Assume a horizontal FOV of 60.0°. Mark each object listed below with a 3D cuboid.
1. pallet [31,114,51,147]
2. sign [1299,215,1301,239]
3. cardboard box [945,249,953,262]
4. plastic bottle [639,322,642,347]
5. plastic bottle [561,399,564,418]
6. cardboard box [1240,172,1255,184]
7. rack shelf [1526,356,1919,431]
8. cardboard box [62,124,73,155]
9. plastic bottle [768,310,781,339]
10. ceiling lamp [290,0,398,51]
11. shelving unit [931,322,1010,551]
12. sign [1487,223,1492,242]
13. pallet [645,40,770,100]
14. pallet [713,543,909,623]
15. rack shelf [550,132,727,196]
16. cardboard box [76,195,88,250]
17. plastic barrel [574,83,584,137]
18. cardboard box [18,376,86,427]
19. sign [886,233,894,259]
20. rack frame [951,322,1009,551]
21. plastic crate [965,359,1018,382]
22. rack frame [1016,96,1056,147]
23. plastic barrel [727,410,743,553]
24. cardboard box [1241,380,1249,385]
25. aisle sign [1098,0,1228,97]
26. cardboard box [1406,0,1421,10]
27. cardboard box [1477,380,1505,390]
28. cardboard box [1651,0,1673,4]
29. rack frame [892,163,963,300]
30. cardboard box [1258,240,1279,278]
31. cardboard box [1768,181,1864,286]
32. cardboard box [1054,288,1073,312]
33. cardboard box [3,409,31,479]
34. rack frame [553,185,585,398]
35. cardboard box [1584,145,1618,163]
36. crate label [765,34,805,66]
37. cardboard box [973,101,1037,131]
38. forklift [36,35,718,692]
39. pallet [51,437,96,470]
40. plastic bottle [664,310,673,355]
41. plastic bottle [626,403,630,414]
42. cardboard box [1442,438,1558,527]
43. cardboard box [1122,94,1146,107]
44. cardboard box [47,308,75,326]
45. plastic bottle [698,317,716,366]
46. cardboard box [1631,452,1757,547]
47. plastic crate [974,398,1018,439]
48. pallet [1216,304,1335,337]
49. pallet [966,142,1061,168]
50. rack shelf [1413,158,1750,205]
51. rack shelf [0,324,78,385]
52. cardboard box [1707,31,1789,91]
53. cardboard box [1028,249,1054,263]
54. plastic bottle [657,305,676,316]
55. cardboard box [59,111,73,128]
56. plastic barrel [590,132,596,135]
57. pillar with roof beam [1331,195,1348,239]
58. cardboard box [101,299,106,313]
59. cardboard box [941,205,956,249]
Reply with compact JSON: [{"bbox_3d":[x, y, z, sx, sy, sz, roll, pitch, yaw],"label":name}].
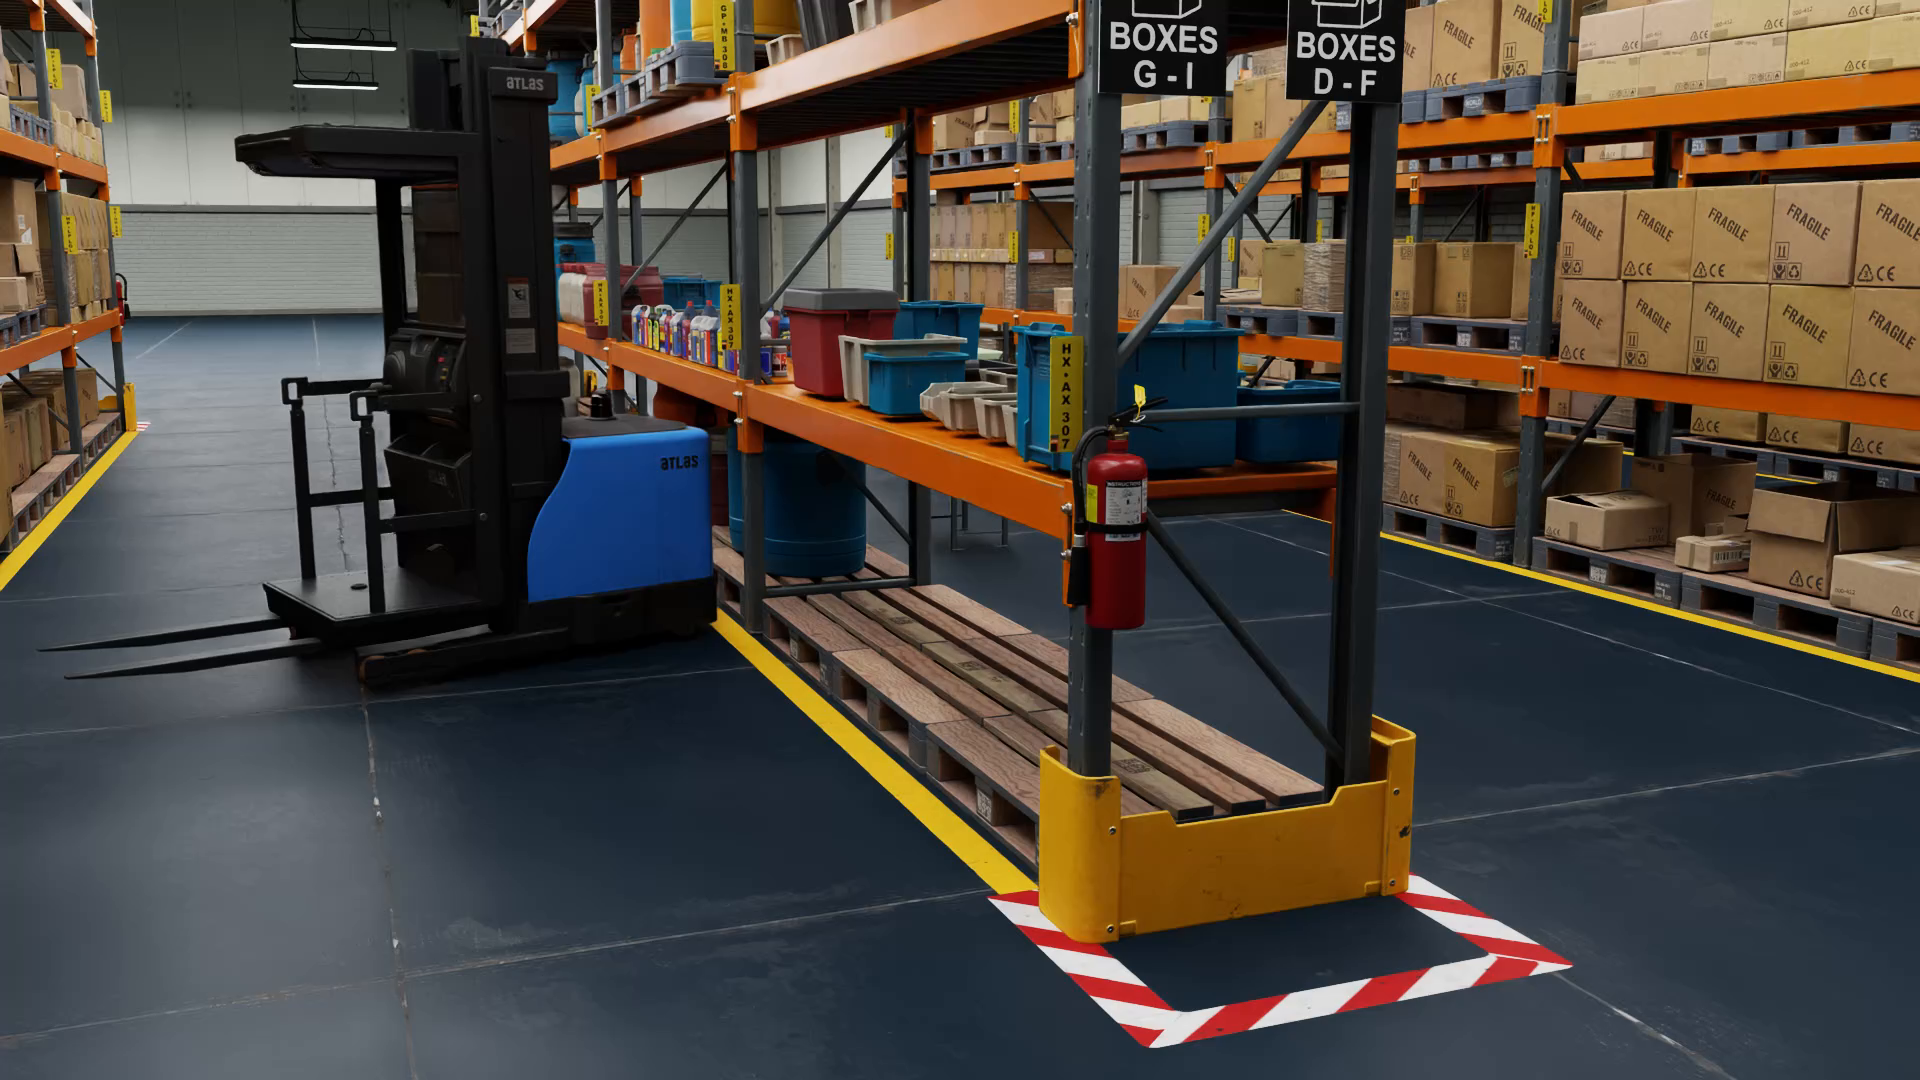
[{"bbox_3d":[-8.033,-3.290,13.321,1.213,0.211,1.003,-4,11,-21],"label":"pallet"},{"bbox_3d":[4.768,-4.367,23.194,0.100,0.325,0.005,-4,11,-21],"label":"sign"},{"bbox_3d":[0.038,-3.375,19.689,0.380,0.149,0.250,-4,11,-22],"label":"cardboard box"},{"bbox_3d":[-2.184,-1.449,11.568,0.097,0.201,0.097,0,10,0],"label":"plastic bottle"},{"bbox_3d":[-4.043,-1.327,16.620,0.144,0.351,0.185,-4,11,-22],"label":"plastic bottle"},{"bbox_3d":[4.132,-5.074,22.475,0.500,0.500,0.500,-4,11,-19],"label":"cardboard box"},{"bbox_3d":[4.701,-0.655,8.589,1.077,0.370,4.000,-4,11,-21],"label":"rack shelf"},{"bbox_3d":[-8.278,-3.592,14.910,0.500,0.250,0.500,-4,11,-21],"label":"cardboard box"},{"bbox_3d":[-1.200,-1.352,10.790,0.061,0.283,0.133,-4,11,-21],"label":"plastic bottle"},{"bbox_3d":[-12.331,-11.376,33.008,2.000,3.185,0.800,-4,11,-21],"label":"ceiling lamp"},{"bbox_3d":[-0.002,-0.739,11.295,0.431,1.500,0.755,-4,11,-21],"label":"shelving unit"},{"bbox_3d":[6.209,-3.562,19.573,0.100,0.325,0.005,-4,11,-21],"label":"sign"},{"bbox_3d":[-1.017,-2.527,9.036,1.213,0.211,1.003,-4,11,-21],"label":"pallet"},{"bbox_3d":[-0.882,0.223,9.565,1.003,0.211,1.213,-4,11,-21],"label":"pallet"},{"bbox_3d":[-2.816,-3.123,13.904,1.077,0.370,4.000,-4,11,-21],"label":"rack shelf"},{"bbox_3d":[-8.446,-2.954,15.470,0.500,0.500,0.500,-4,11,-21],"label":"cardboard box"},{"bbox_3d":[-3.514,-4.149,16.095,0.421,0.512,0.421,0,10,0],"label":"plastic barrel"},{"bbox_3d":[-8.938,-1.340,16.328,0.500,0.500,0.500,-3,10,-16],"label":"cardboard box"},{"bbox_3d":[-0.892,-3.725,21.098,0.100,0.325,0.005,-4,11,-21],"label":"sign"},{"bbox_3d":[0.130,-0.680,10.959,0.400,1.500,0.023,-4,11,-21],"label":"rack frame"},{"bbox_3d":[0.014,-0.750,7.685,0.437,0.125,0.590,-4,11,-21],"label":"plastic crate"},{"bbox_3d":[1.077,-5.595,17.177,1.000,3.000,0.127,-4,11,-21],"label":"rack frame"},{"bbox_3d":[-1.080,-0.401,9.900,0.600,0.901,0.708,-4,11,-21],"label":"plastic barrel"},{"bbox_3d":[2.413,-1.307,15.251,0.500,0.311,0.500,-4,11,-22],"label":"cardboard box"},{"bbox_3d":[0.561,-1.618,4.529,0.394,0.787,0.004,-4,11,-21],"label":"aisle sign"},{"bbox_3d":[3.049,-3.768,12.334,0.500,0.500,0.500,-4,11,-21],"label":"cardboard box"},{"bbox_3d":[6.209,-1.742,18.528,0.700,0.500,0.500,-4,11,-22],"label":"cardboard box"},{"bbox_3d":[4.237,-3.186,9.061,0.700,0.500,0.500,-4,11,-21],"label":"cardboard box"},{"bbox_3d":[-0.372,-3.294,21.373,1.000,3.000,0.127,-4,11,-21],"label":"rack frame"},{"bbox_3d":[4.306,-3.736,22.087,0.500,0.500,0.500,-4,11,-21],"label":"cardboard box"},{"bbox_3d":[4.446,-1.530,8.314,0.500,0.500,0.500,-4,11,-19],"label":"cardboard box"},{"bbox_3d":[1.296,-2.490,17.279,0.500,0.250,0.500,-3,11,-17],"label":"cardboard box"},{"bbox_3d":[-7.596,-0.727,12.823,0.700,0.500,0.500,-5,11,-26],"label":"cardboard box"},{"bbox_3d":[-4.990,-2.980,19.609,1.000,3.000,0.127,-4,11,-21],"label":"rack frame"},{"bbox_3d":[6.759,-4.058,16.752,0.797,0.503,0.637,-2,10,-13],"label":"cardboard box"},{"bbox_3d":[-0.734,-2.270,7.806,0.293,0.136,0.466,-4,11,-21],"label":"crate label"},{"bbox_3d":[0.598,-4.721,18.938,0.797,0.503,0.637,-3,10,-15],"label":"cardboard box"},{"bbox_3d":[-2.733,-0.858,7.877,3.031,2.935,1.130,-8,13,-38],"label":"forklift"},{"bbox_3d":[-8.433,-0.747,15.020,1.003,0.211,1.213,-4,11,-21],"label":"pallet"},{"bbox_3d":[-1.859,-1.334,10.689,0.061,0.283,0.133,-4,11,-21],"label":"plastic bottle"},{"bbox_3d":[-3.321,-1.279,16.781,0.097,0.201,0.097,0,10,0],"label":"plastic bottle"},{"bbox_3d":[3.530,-0.384,10.892,0.500,0.500,0.500,-4,11,-21],"label":"cardboard box"},{"bbox_3d":[1.492,-4.425,16.256,0.500,0.500,0.500,-3,10,-15],"label":"cardboard box"},{"bbox_3d":[-7.955,-1.943,14.498,0.380,0.149,0.250,-4,11,-21],"label":"cardboard box"},{"bbox_3d":[-1.450,-1.168,9.776,0.152,0.276,0.135,-4,11,-21],"label":"plastic bottle"},{"bbox_3d":[4.447,-0.246,10.120,0.500,0.500,0.500,-4,11,-21],"label":"cardboard box"},{"bbox_3d":[0.252,-0.438,5.900,0.396,0.136,0.243,-4,11,-21],"label":"plastic crate"},{"bbox_3d":[2.838,-1.787,13.452,1.213,0.211,1.003,-4,11,-21],"label":"pallet"},{"bbox_3d":[0.744,-4.212,18.221,1.003,0.211,1.213,-4,11,-21],"label":"pallet"},{"bbox_3d":[6.418,-3.752,17.438,1.077,0.370,4.000,-4,11,-21],"label":"rack shelf"},{"bbox_3d":[-7.432,-1.332,12.399,1.077,0.370,4.000,-4,11,-21],"label":"rack shelf"},{"bbox_3d":[4.279,-2.480,8.658,0.500,0.250,0.500,-4,11,-21],"label":"cardboard box"},{"bbox_3d":[0.779,-3.040,17.810,0.380,0.149,0.250,-4,11,-21],"label":"cardboard box"},{"bbox_3d":[-2.094,-1.532,11.821,0.152,0.276,0.135,-4,11,-21],"label":"plastic bottle"},{"bbox_3d":[-8.370,-3.856,15.257,0.380,0.149,0.250,-4,11,-22],"label":"cardboard box"},{"bbox_3d":[-2.770,-3.276,13.101,0.301,0.262,0.301,0,10,0],"label":"plastic barrel"},{"bbox_3d":[1.291,-6.230,20.749,9.100,9.000,0.400,-4,11,-21],"label":"pillar with roof beam"},{"bbox_3d":[-9.082,-2.430,17.236,0.380,0.149,0.250,-4,11,-21],"label":"cardboard box"},{"bbox_3d":[0.183,-3.729,19.826,0.700,0.500,0.500,-4,11,-21],"label":"cardboard box"}]
